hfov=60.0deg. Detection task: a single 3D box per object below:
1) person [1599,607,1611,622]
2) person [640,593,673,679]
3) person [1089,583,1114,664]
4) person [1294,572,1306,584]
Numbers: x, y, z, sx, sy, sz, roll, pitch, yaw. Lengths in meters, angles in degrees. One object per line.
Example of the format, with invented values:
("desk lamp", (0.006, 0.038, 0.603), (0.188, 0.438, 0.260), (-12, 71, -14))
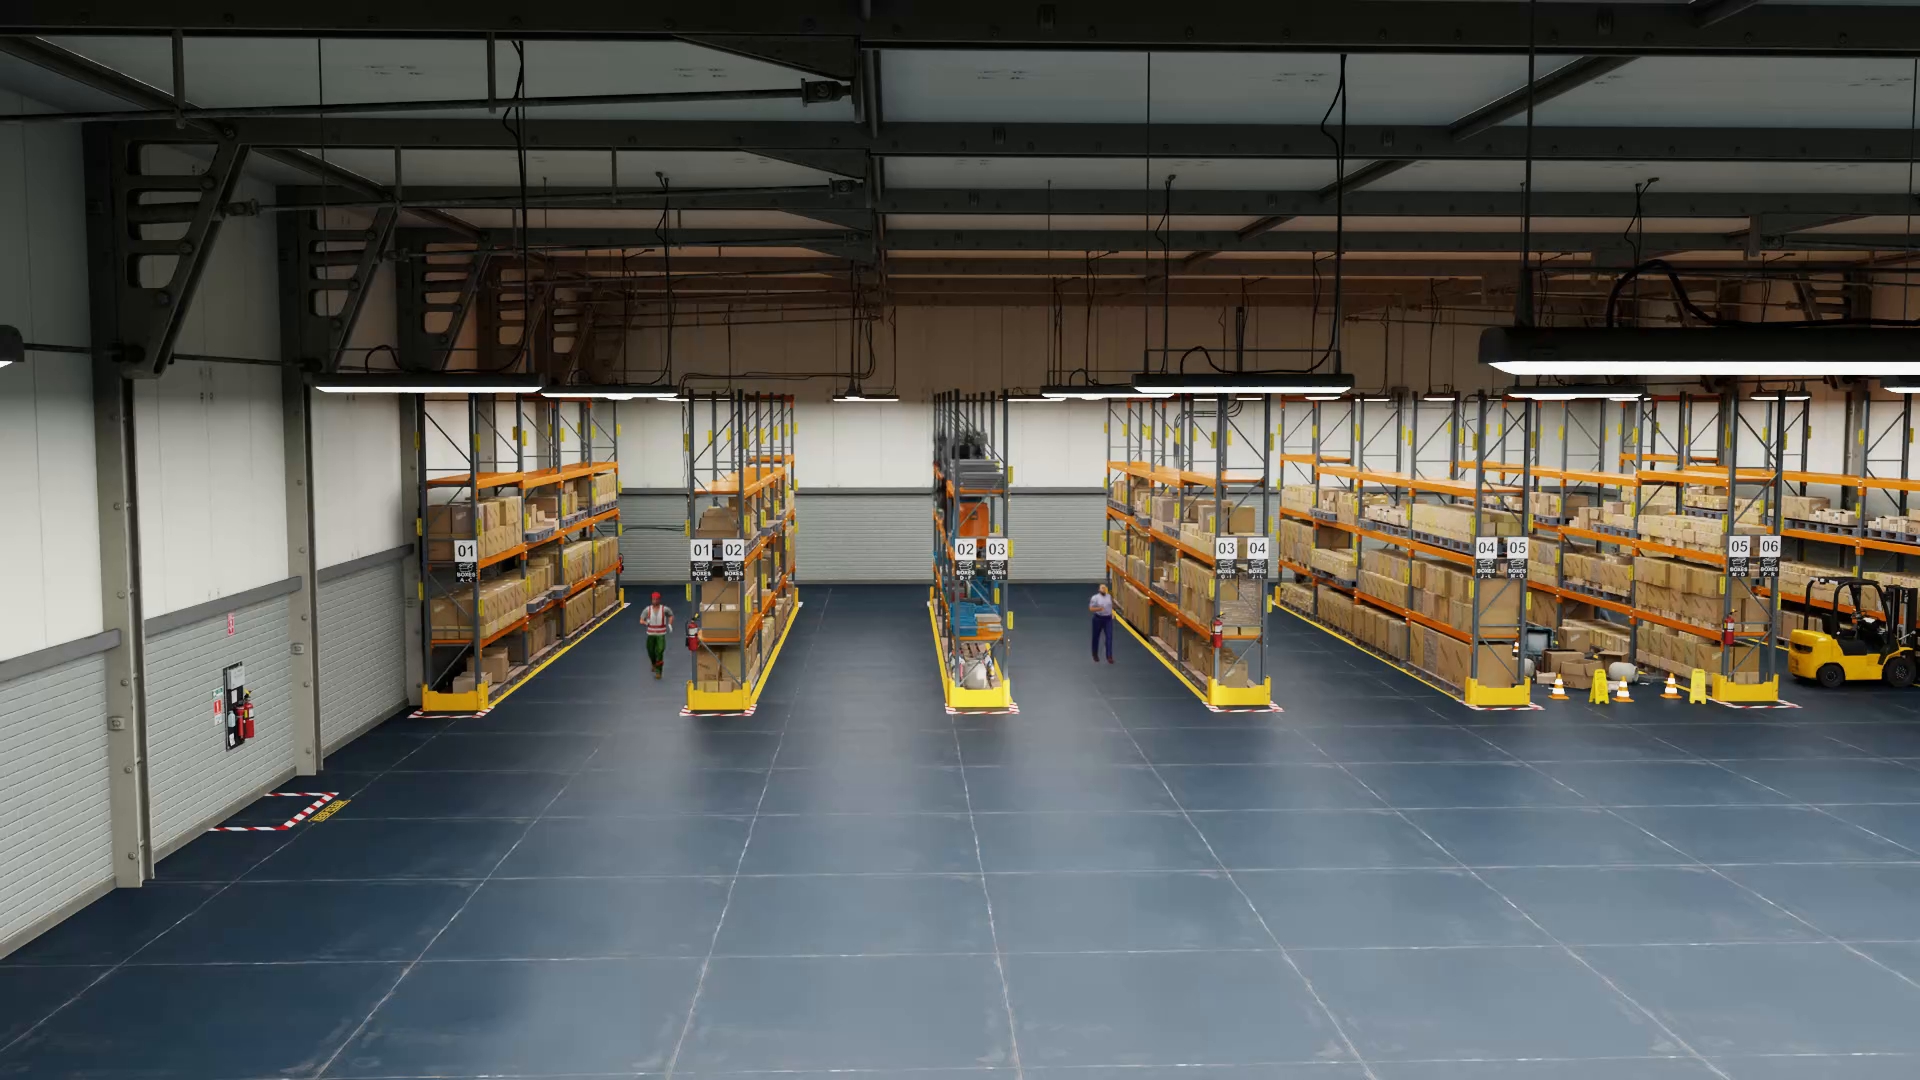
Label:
("person", (16.417, 1.359, 42.411), (0.705, 1.747, 0.991), (-1, 5, -8))
("person", (-6.346, 1.977, 34.746), (0.668, 1.765, 0.998), (0, 5, -4))
("person", (2.998, 1.755, 34.930), (0.602, 1.688, 0.846), (-1, 5, -13))
("person", (10.065, 0.877, 49.026), (0.565, 1.694, 0.716), (3, 5, 30))
